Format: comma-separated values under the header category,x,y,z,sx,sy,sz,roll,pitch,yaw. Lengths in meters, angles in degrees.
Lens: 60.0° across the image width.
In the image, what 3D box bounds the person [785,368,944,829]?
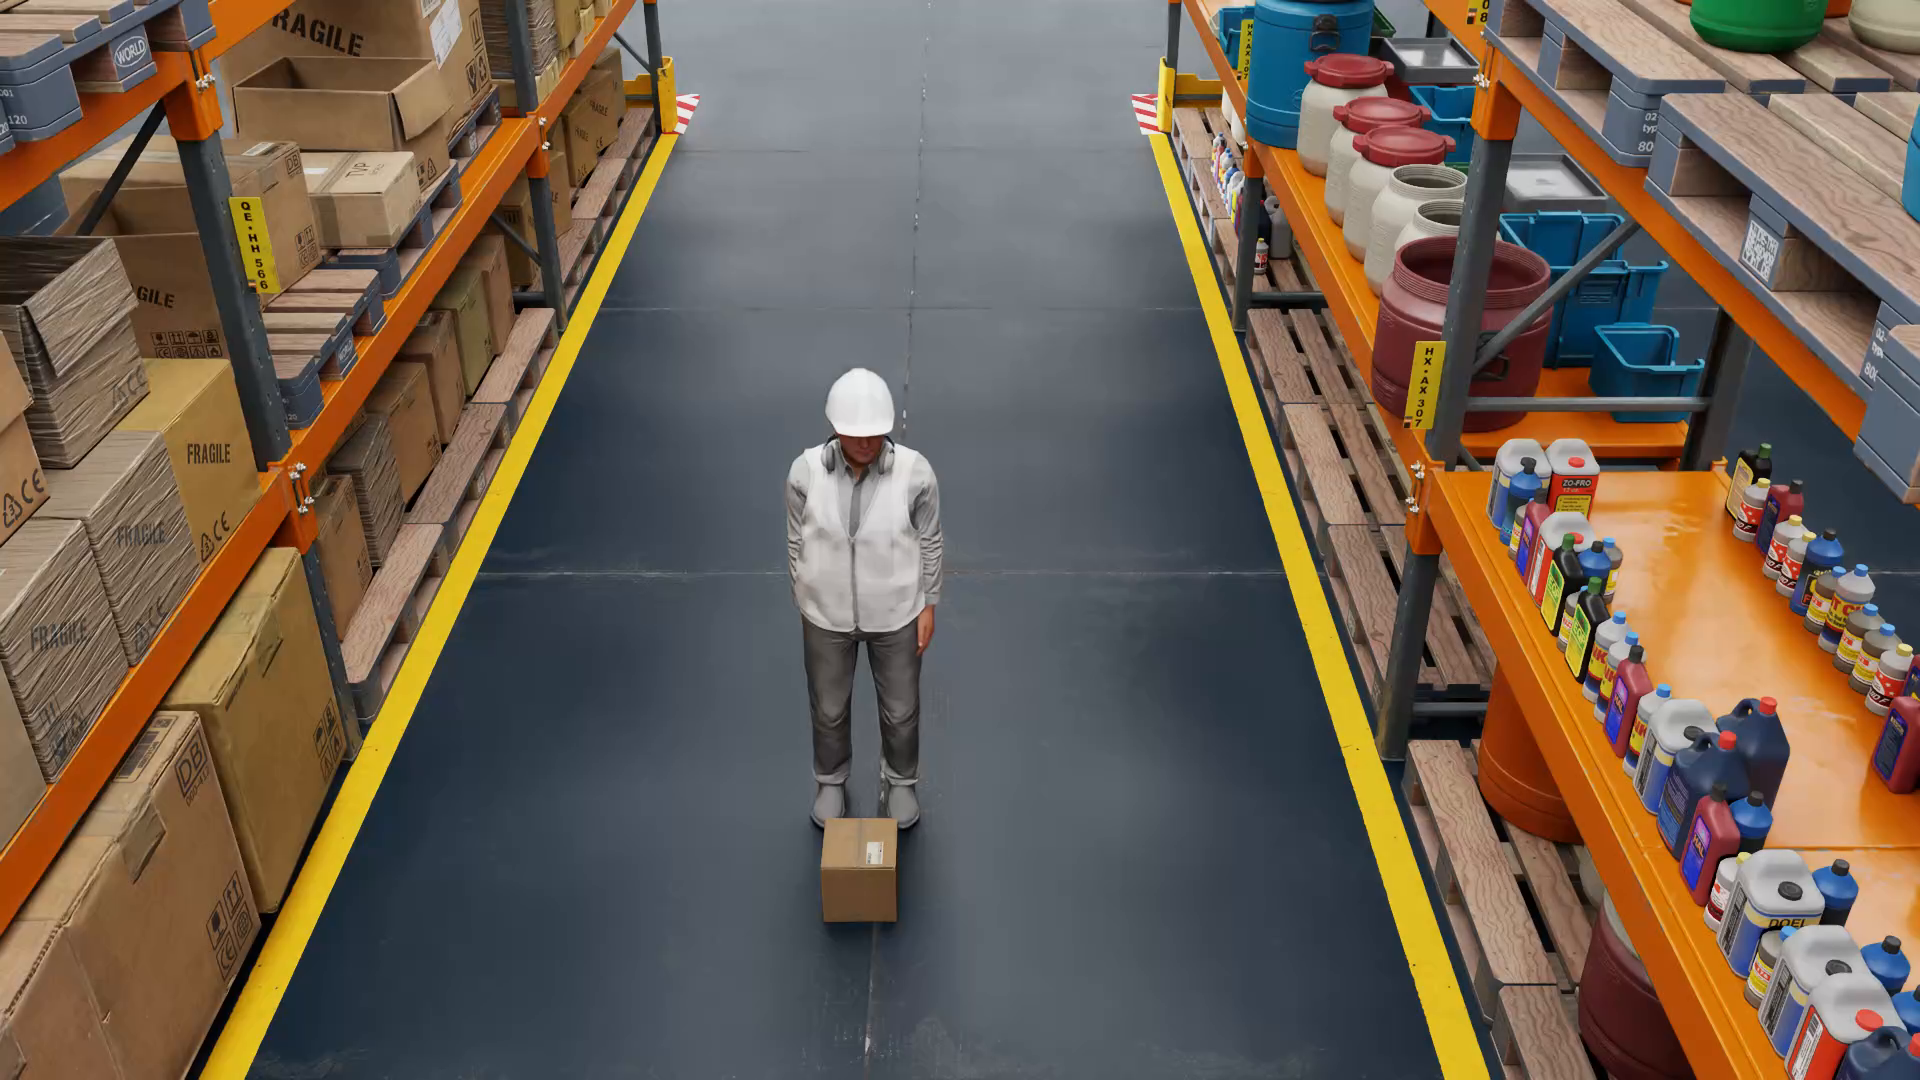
category,x,y,z,sx,sy,sz,roll,pitch,yaw
person,-0.323,0.231,5.736,0.530,1.766,0.360,1,31,1
